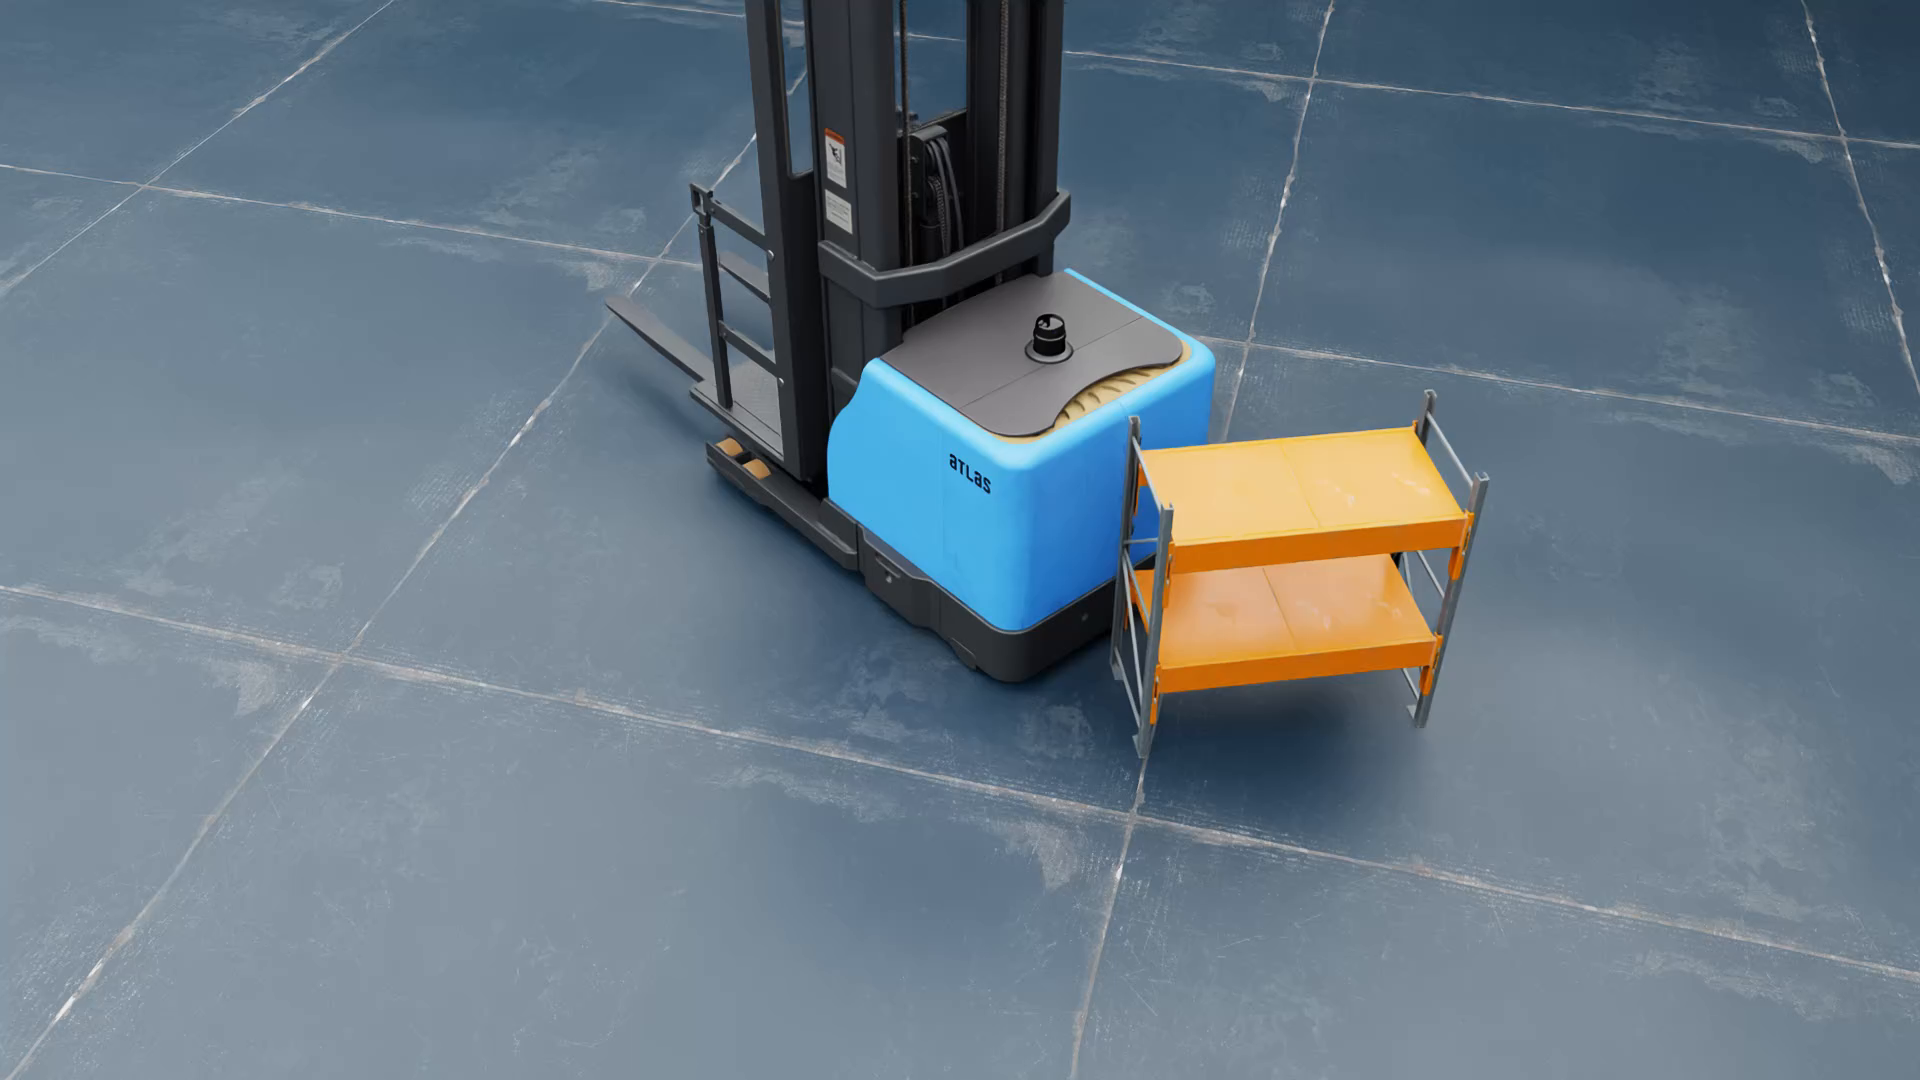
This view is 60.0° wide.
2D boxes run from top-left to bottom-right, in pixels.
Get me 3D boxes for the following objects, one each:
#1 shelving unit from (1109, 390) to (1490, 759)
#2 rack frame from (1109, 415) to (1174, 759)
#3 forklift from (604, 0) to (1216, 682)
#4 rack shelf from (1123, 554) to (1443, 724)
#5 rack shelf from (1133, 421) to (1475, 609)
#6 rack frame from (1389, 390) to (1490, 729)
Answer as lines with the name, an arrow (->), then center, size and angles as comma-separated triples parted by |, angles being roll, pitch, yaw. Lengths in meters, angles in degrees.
shelving unit -> 1.111, 0.131, 5.719 | 1.048, 1.125, 0.538 | -5, 40, -6
rack frame -> 0.608, 0.178, 5.663 | 0.032, 1.125, 0.500 | -5, 40, -6
forklift -> -0.418, -1.481, 6.235 | 1.130, 2.935, 3.031 | -29, 48, -30
rack shelf -> 1.111, 0.318, 5.877 | 1.000, 0.278, 0.538 | -5, 40, -6
rack shelf -> 1.111, -0.093, 5.531 | 1.000, 0.278, 0.538 | -5, 40, -6
rack frame -> 1.614, 0.084, 5.775 | 0.032, 1.125, 0.500 | -5, 40, -6
